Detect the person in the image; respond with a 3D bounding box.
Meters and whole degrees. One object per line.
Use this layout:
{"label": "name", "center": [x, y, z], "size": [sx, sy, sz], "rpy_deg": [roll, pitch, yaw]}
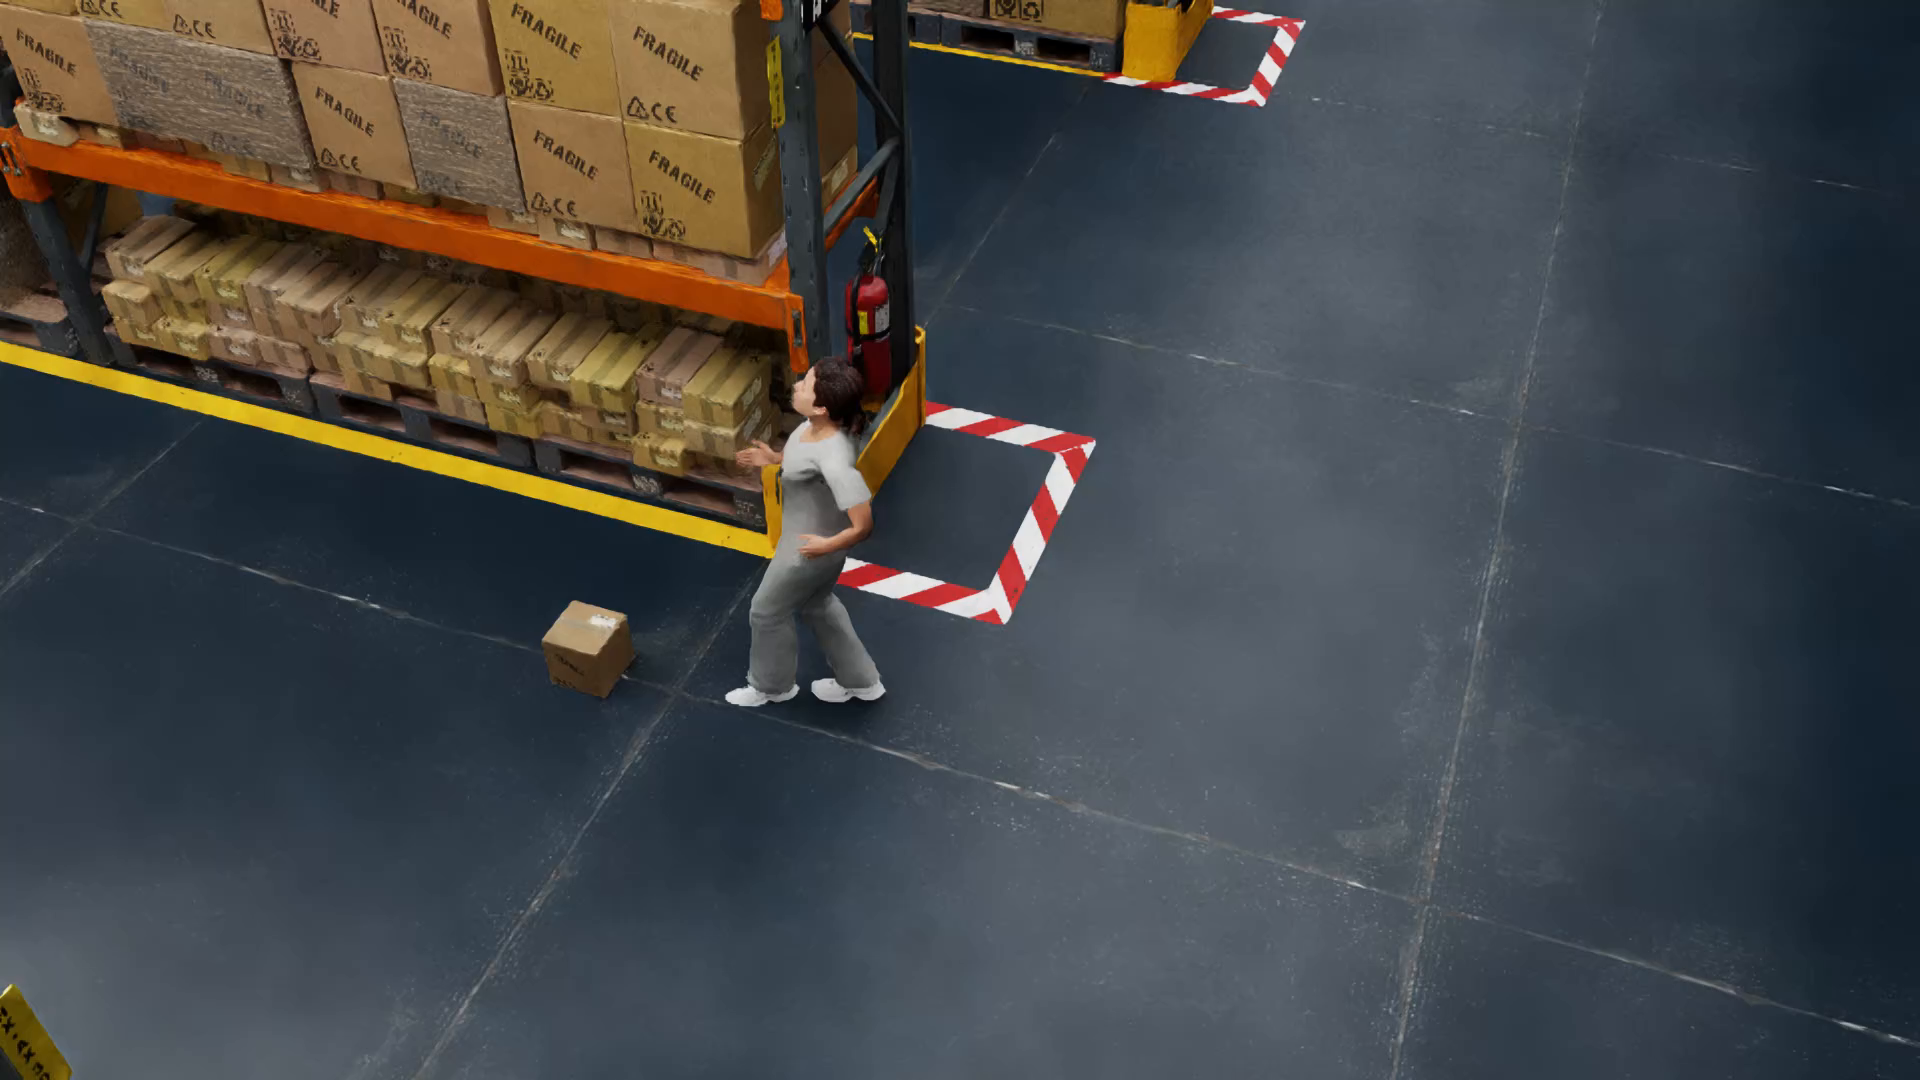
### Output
{"label": "person", "center": [-0.594, 0.010, 6.193], "size": [0.679, 1.678, 0.543], "rpy_deg": [10, 43, 11]}
